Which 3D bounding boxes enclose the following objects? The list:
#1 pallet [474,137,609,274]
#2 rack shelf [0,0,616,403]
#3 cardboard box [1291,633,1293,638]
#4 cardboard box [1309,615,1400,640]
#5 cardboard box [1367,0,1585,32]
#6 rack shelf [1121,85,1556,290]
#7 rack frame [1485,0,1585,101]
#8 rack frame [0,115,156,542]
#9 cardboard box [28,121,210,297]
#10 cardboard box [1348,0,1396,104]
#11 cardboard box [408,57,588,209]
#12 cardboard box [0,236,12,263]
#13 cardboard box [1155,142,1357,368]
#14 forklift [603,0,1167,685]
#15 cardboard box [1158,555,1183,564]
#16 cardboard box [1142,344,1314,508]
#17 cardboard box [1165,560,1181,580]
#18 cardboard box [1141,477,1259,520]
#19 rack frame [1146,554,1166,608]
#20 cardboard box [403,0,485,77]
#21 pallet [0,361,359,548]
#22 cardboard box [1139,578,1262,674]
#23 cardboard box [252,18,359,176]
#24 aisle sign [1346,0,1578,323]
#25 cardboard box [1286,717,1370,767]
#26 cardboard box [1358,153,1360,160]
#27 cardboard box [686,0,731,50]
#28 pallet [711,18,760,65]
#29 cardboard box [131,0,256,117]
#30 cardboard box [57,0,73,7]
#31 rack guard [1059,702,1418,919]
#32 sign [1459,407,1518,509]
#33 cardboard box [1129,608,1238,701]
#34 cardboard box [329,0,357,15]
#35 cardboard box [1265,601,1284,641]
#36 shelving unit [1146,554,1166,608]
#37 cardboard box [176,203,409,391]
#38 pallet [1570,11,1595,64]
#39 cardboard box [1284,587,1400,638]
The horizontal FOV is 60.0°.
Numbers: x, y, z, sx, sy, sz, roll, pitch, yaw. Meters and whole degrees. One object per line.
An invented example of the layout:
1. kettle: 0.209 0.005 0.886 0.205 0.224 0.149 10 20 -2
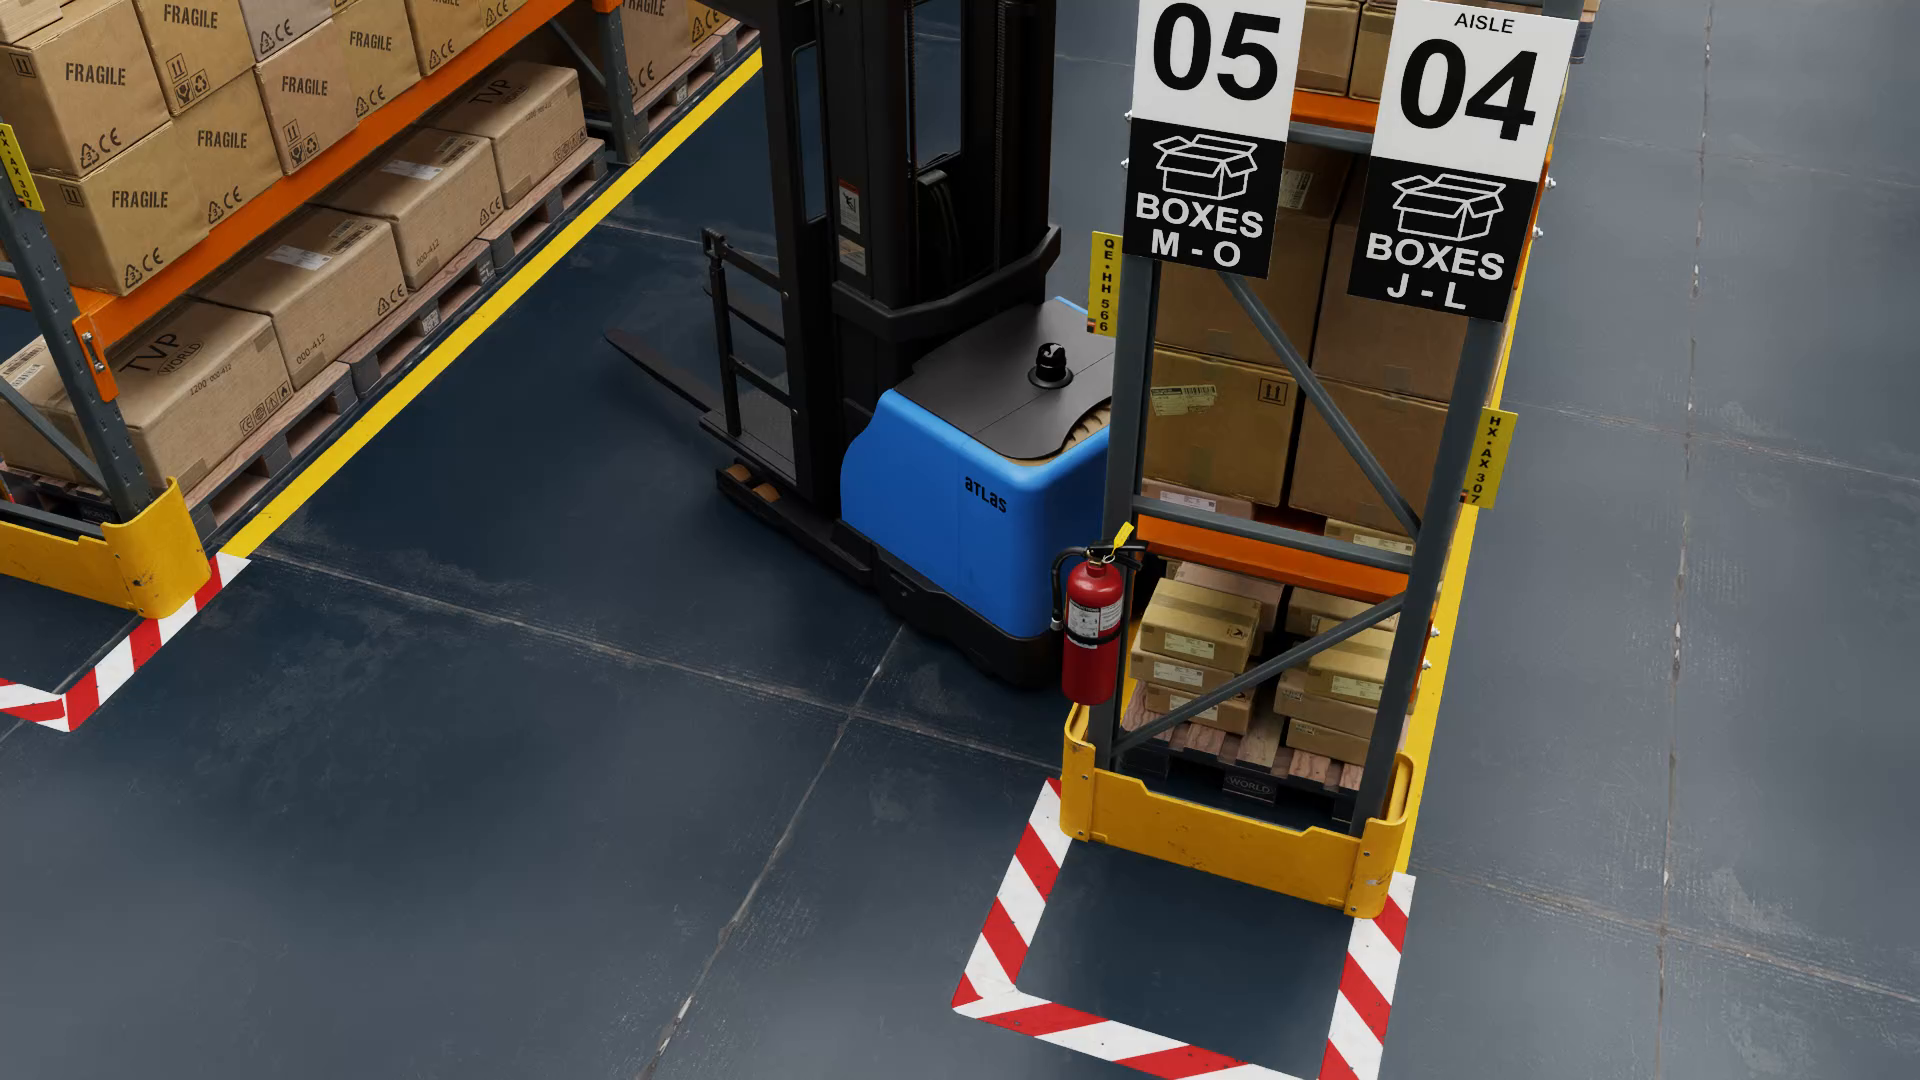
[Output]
1. pallet: -2.728 -1.981 9.410 1.003 0.211 1.213 13 42 15
2. rack shelf: -3.078 -1.995 7.832 1.077 0.370 4.000 13 42 15
3. cardboard box: 1.495 0.334 6.421 0.380 0.149 0.250 14 42 16
4. cardboard box: 1.491 0.383 6.134 0.380 0.149 0.250 13 42 15
5. cardboard box: 1.322 -1.502 4.119 0.500 0.250 0.500 14 42 16
6. rack shelf: 1.608 -2.099 5.643 1.077 0.370 4.000 13 42 15
7. rack frame: 0.924 -2.294 3.006 1.000 3.000 0.127 13 42 15
8. rack frame: -3.762 -1.049 6.168 1.000 3.000 0.127 13 42 15
9. cardboard box: -3.328 -1.316 6.404 0.500 0.500 0.500 13 42 15
10. cardboard box: 1.318 -1.313 4.282 0.500 0.250 0.500 15 43 17
11. cardboard box: -2.710 -2.315 9.302 0.875 0.438 0.875 13 42 14
12. cardboard box: -3.846 -1.440 6.550 0.500 0.500 0.500 14 42 15
13. cardboard box: 0.847 -0.878 4.891 0.500 0.500 0.500 12 42 14
14. forklift: -0.441 -1.407 6.640 1.130 2.935 3.031 -33 50 -32
15. cardboard box: 0.976 -0.019 6.376 0.380 0.149 0.250 12 42 14
16. cardboard box: 0.836 -0.494 5.212 0.500 0.500 0.500 14 42 16
17. cardboard box: 1.012 0.097 6.469 0.380 0.149 0.250 12 42 13
18. cardboard box: 0.770 -0.178 5.341 0.380 0.149 0.250 13 42 15
19. rack frame: 0.808 -0.171 6.499 0.240 1.200 0.015 14 41 1
20. cardboard box: -2.642 -2.562 7.865 0.500 0.500 0.500 13 42 14
21. pallet: -3.562 -0.493 7.665 1.003 0.211 1.213 13 42 15
22. cardboard box: 0.867 0.307 5.993 0.380 0.149 0.250 14 42 16
23. cardboard box: -2.991 -1.937 7.132 0.500 0.500 0.500 13 42 15
24. aisle sign: 1.181 -0.890 3.979 0.394 0.787 0.004 13 42 15
25. cardboard box: 1.404 0.664 6.033 0.380 0.149 0.250 14 42 16
26. cardboard box: 1.493 -1.068 5.114 0.500 0.500 0.500 14 43 16
27. cardboard box: -1.956 -3.789 10.693 0.875 0.875 0.875 14 43 16
28. pallet: -1.786 -3.662 11.379 1.003 0.211 1.213 13 42 15
29. cardboard box: -3.160 -2.014 6.452 0.500 0.500 0.500 12 42 14
30. cardboard box: -3.358 -2.045 5.989 0.380 0.149 0.250 14 43 16
31. rack guard: 0.950 0.893 5.819 1.175 0.500 0.348 13 42 15
32. sign: 1.434 -0.221 4.531 0.100 0.325 0.005 13 42 15
33. cardboard box: 0.836 0.414 6.097 0.380 0.149 0.250 12 42 14
34. cardboard box: -2.822 -2.634 7.179 0.500 0.500 0.500 13 42 15
35. cardboard box: 1.072 0.224 6.549 0.380 0.149 0.250 13 42 15
36. shelving unit: 0.849 -0.326 6.683 0.258 1.200 0.503 14 41 1
37. cardboard box: -3.325 -1.219 8.018 0.875 0.438 0.875 14 43 16
38. pallet: 2.690 -2.813 8.383 1.003 0.211 1.213 13 42 15
39. cardboard box: 1.404 0.248 6.063 0.380 0.149 0.250 14 42 16
